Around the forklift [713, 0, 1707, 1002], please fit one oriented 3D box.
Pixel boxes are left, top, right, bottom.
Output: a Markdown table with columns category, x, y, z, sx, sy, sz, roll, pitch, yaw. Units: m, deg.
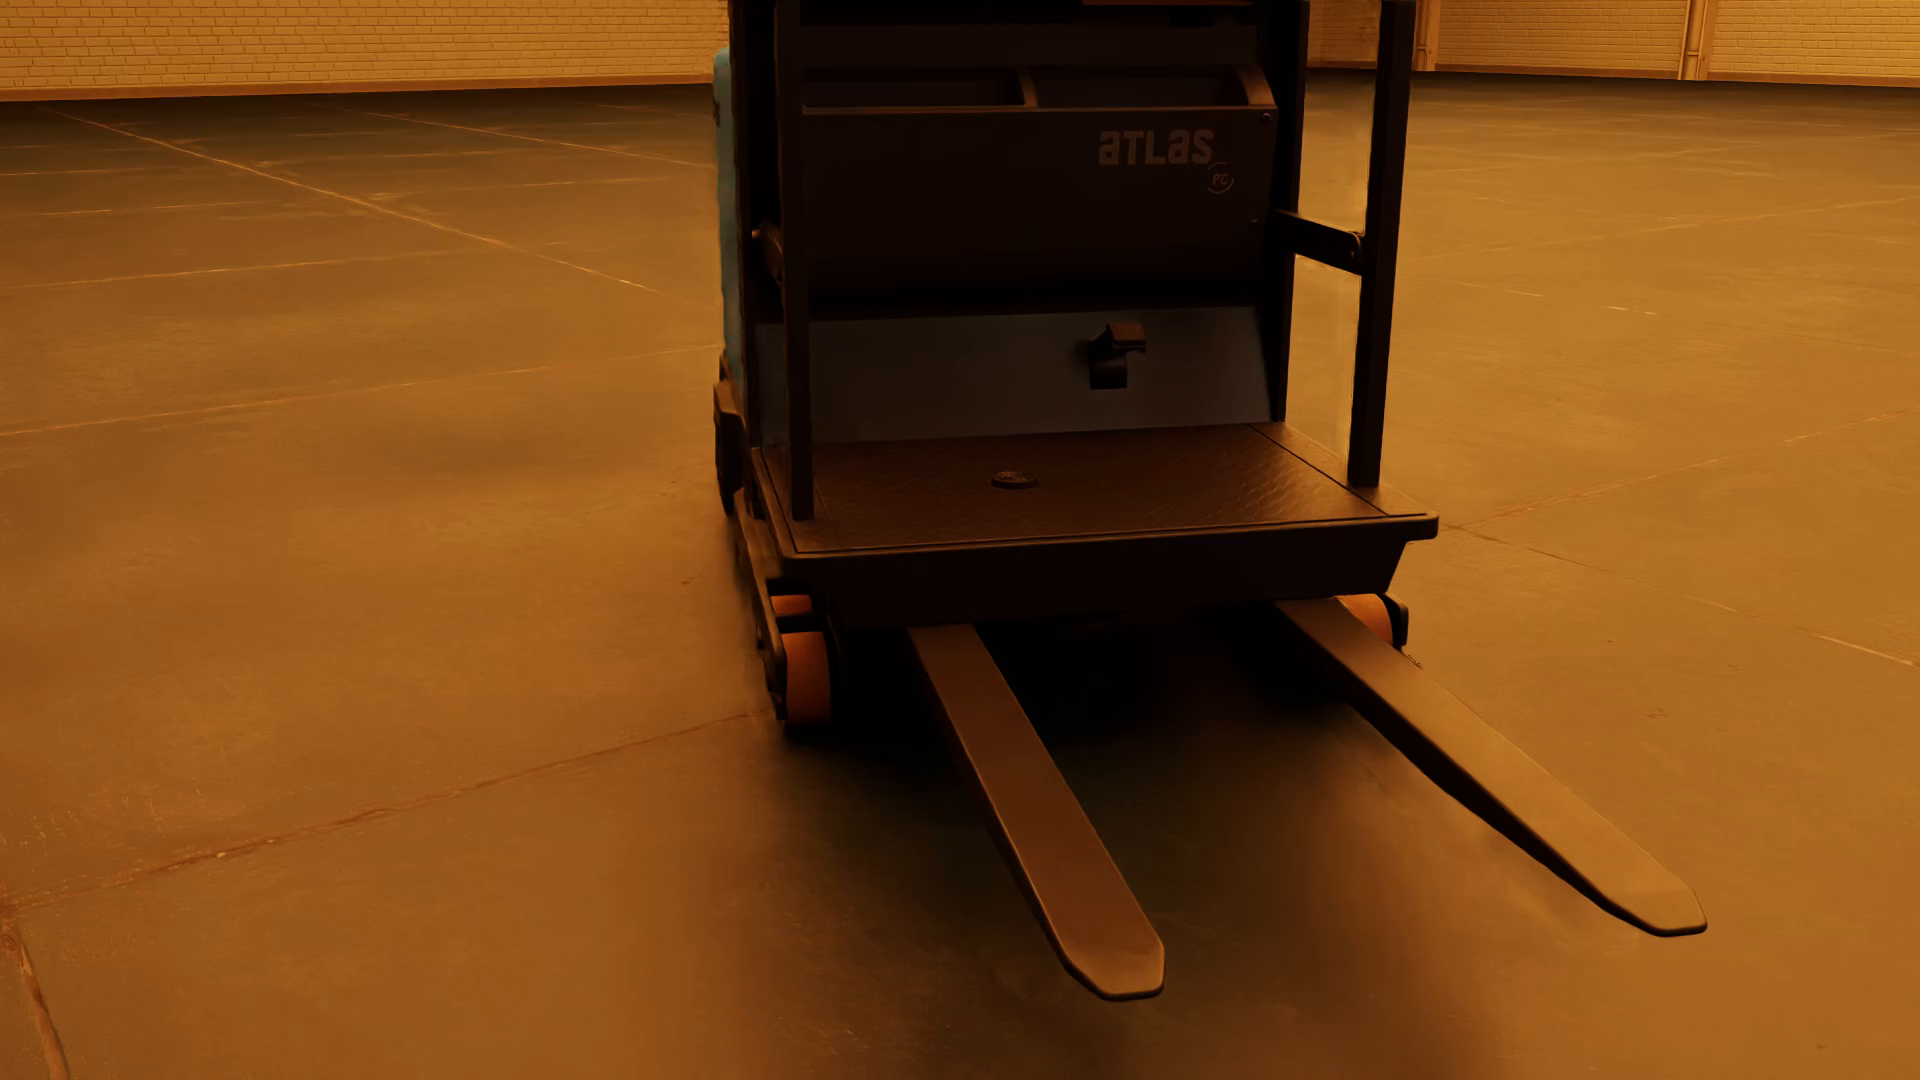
| category | x | y | z | sx | sy | sz | roll | pitch | yaw |
| --- | --- | --- | --- | --- | --- | --- | --- | --- | --- |
| forklift | 0.170 | -1.201 | 2.744 | 1.130 | 2.935 | 3.031 | -4 | 18 | -11 |
